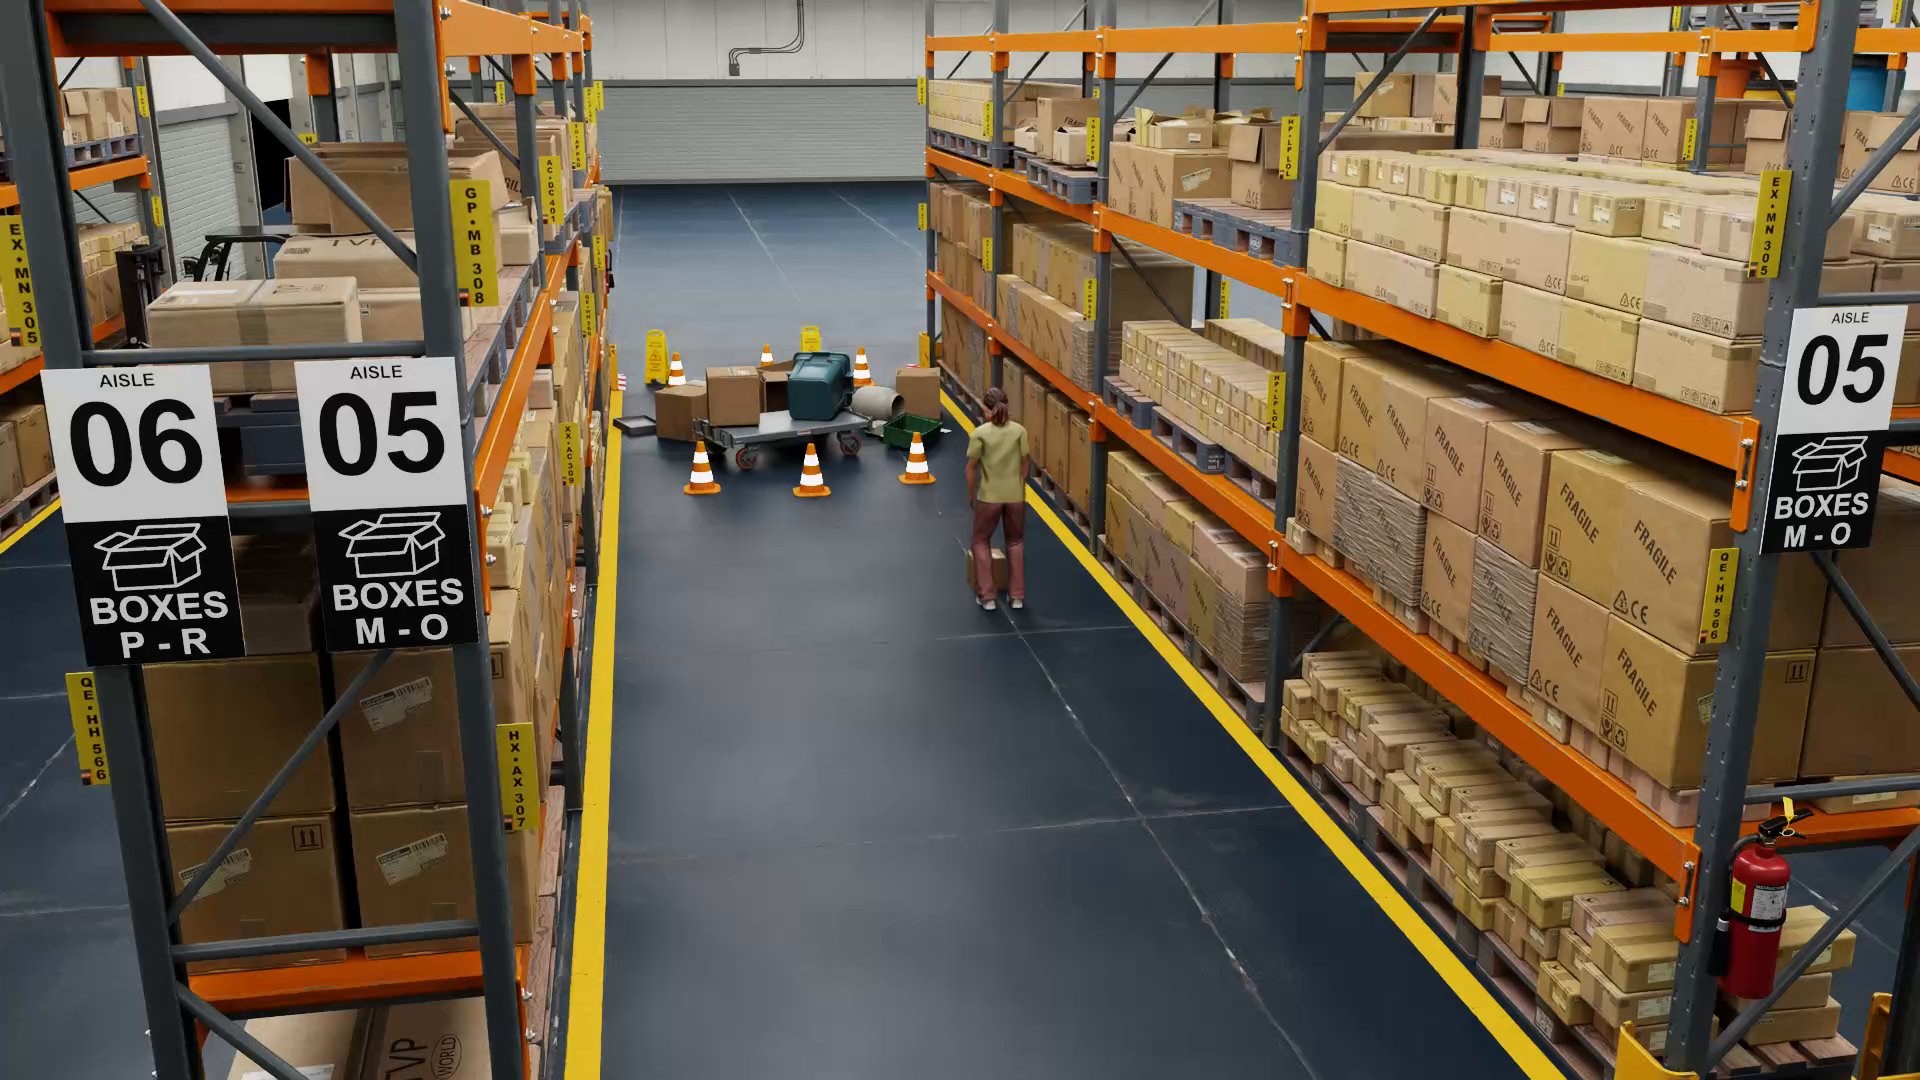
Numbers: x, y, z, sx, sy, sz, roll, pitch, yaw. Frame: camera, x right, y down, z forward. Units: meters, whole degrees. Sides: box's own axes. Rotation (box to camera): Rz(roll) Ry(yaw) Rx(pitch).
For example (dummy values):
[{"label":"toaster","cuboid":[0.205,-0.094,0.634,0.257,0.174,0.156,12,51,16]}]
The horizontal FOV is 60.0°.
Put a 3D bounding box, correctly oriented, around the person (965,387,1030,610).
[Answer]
[{"label":"person","cuboid":[0.269,-0.297,12.147,0.470,1.627,0.385,-3,17,-9]}]
